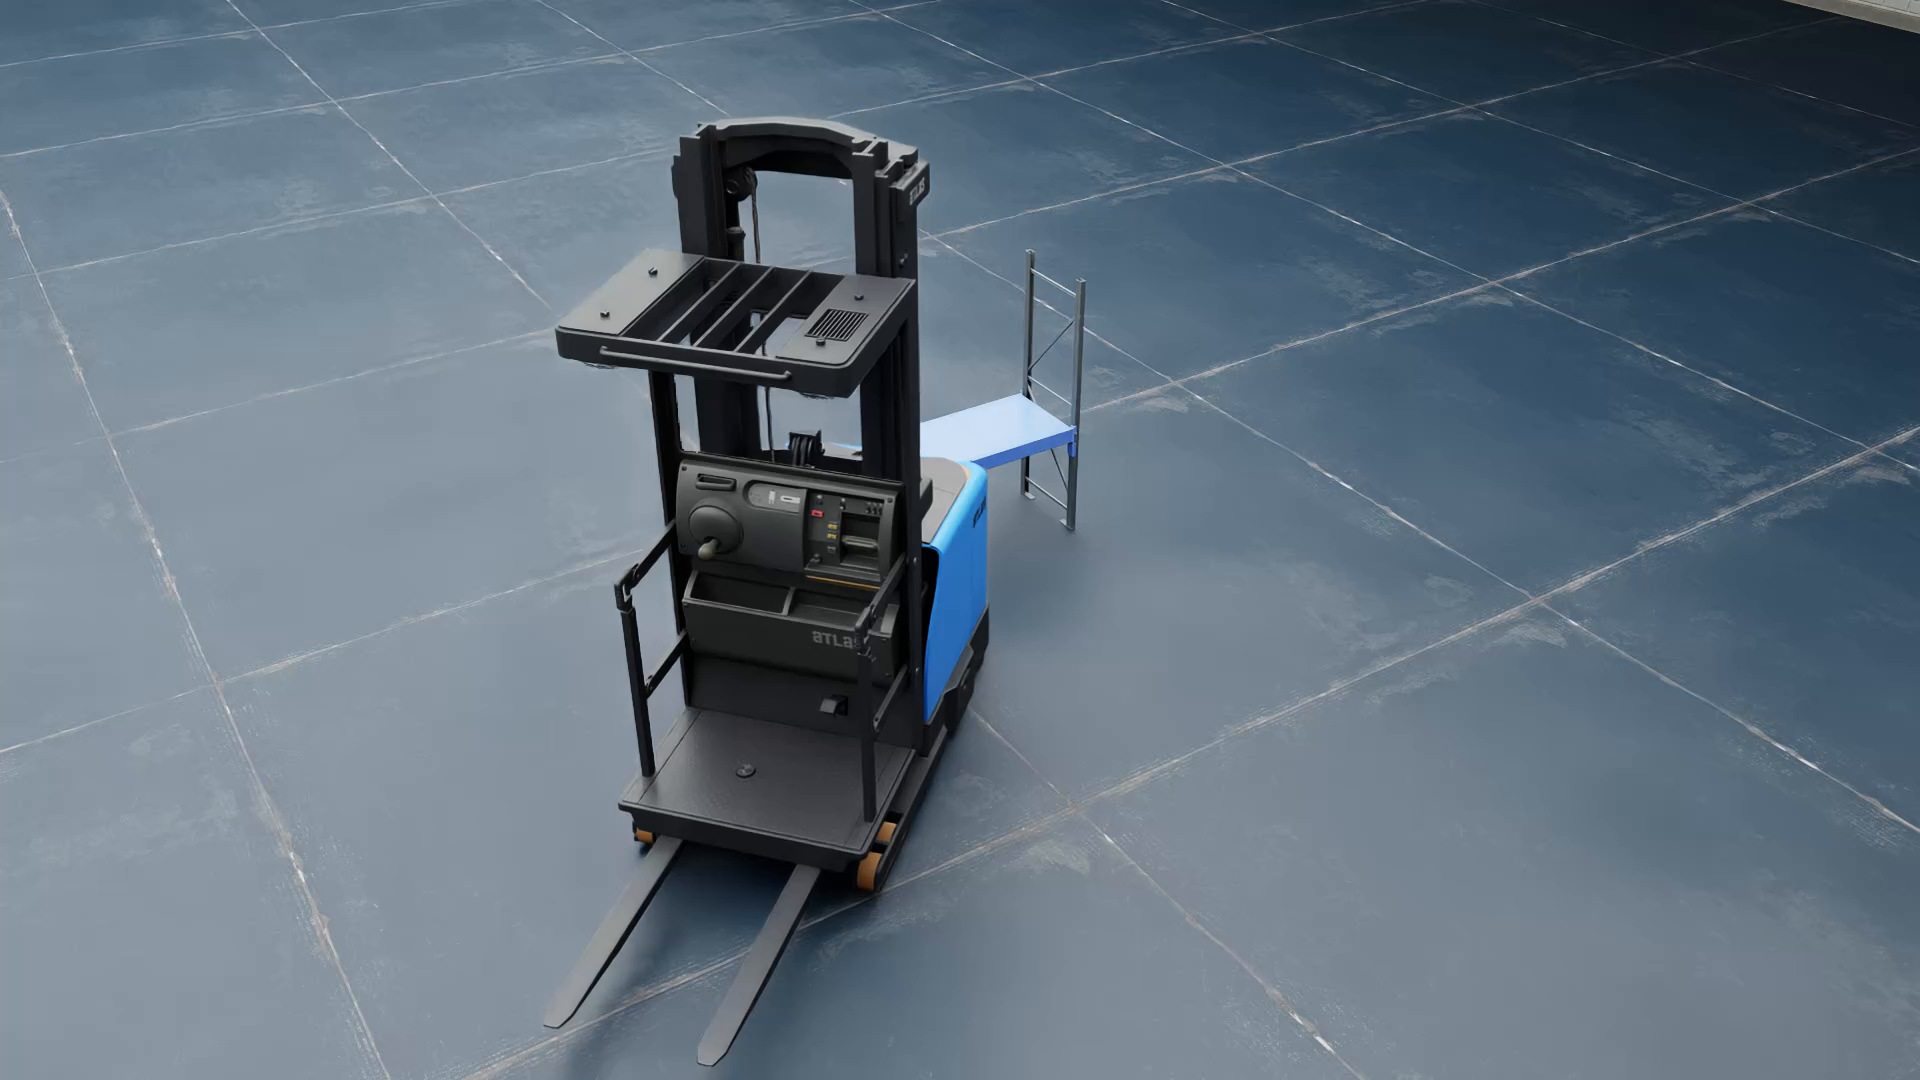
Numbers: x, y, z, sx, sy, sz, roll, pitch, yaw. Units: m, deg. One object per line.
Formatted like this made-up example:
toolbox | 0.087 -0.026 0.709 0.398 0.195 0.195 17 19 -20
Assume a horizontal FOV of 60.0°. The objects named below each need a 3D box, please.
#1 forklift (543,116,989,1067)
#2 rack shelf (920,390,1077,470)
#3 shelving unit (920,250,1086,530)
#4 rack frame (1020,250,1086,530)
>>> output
forklift | -0.765 -0.013 6.524 1.130 2.935 3.031 9 33 14
rack shelf | 0.072 -0.507 8.985 1.000 0.185 0.538 -19 37 -27
shelving unit | 0.072 -0.659 8.889 1.048 1.500 0.538 -19 37 -27
rack frame | 0.499 -0.806 9.122 0.032 1.500 0.500 -19 37 -27
